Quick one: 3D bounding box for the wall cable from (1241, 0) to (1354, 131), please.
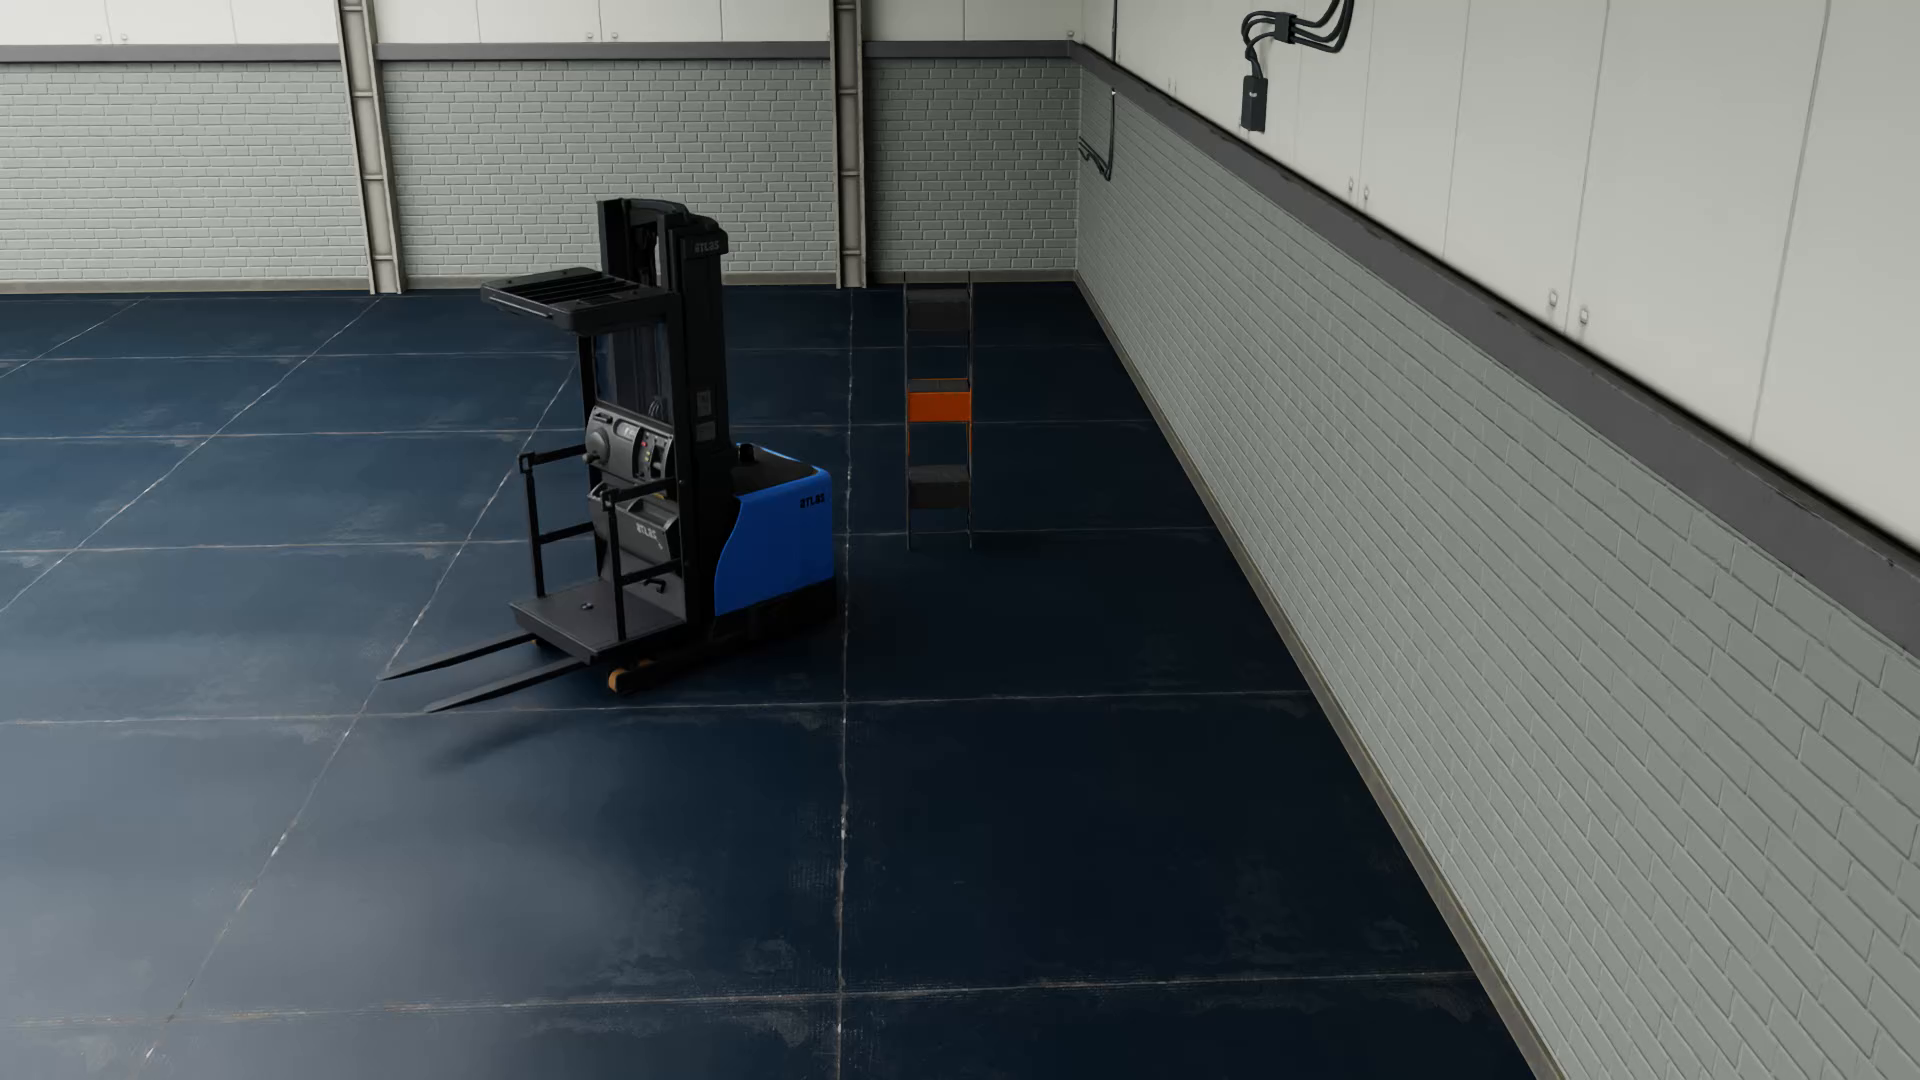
[{"bbox_3d":[2.115,-5.367,9.790,0.169,6.003,2.305,-1,21,-3],"label":"wall cable"}]

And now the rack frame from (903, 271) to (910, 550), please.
[{"bbox_3d":[-0.409,-0.973,12.726,0.015,2.100,0.400,-1,21,-3],"label":"rack frame"}]

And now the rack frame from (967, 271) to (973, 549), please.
[{"bbox_3d":[0.078,-0.983,12.752,0.015,2.100,0.400,-1,21,-3],"label":"rack frame"}]

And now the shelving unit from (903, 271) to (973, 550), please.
[{"bbox_3d":[-0.165,-0.978,12.739,0.503,2.100,0.431,-1,21,-3],"label":"shelving unit"}]

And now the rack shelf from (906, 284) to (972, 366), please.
[{"bbox_3d":[-0.165,-1.619,12.494,0.480,0.518,0.431,-1,21,-3],"label":"rack shelf"}]

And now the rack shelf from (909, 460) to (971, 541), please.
[{"bbox_3d":[-0.165,-0.311,12.992,0.480,0.518,0.431,-1,21,-3],"label":"rack shelf"}]

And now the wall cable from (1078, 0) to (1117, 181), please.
[{"bbox_3d":[1.589,-5.699,19.806,0.112,2.526,3.097,-1,21,-3],"label":"wall cable"}]

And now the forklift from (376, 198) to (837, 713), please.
[{"bbox_3d":[-2.280,-0.598,10.572,3.031,2.935,1.130,-19,28,-40],"label":"forklift"}]

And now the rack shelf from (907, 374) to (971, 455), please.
[{"bbox_3d":[-0.165,-0.965,12.743,0.480,0.518,0.431,-1,21,-3],"label":"rack shelf"}]

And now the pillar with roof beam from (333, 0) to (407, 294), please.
[{"bbox_3d":[-7.172,-5.909,15.994,0.400,9.000,9.100,-1,21,-3],"label":"pillar with roof beam"}]

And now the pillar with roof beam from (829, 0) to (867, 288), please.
[{"bbox_3d":[-1.182,-6.031,16.314,0.400,9.000,9.100,-1,21,-3],"label":"pillar with roof beam"}]
